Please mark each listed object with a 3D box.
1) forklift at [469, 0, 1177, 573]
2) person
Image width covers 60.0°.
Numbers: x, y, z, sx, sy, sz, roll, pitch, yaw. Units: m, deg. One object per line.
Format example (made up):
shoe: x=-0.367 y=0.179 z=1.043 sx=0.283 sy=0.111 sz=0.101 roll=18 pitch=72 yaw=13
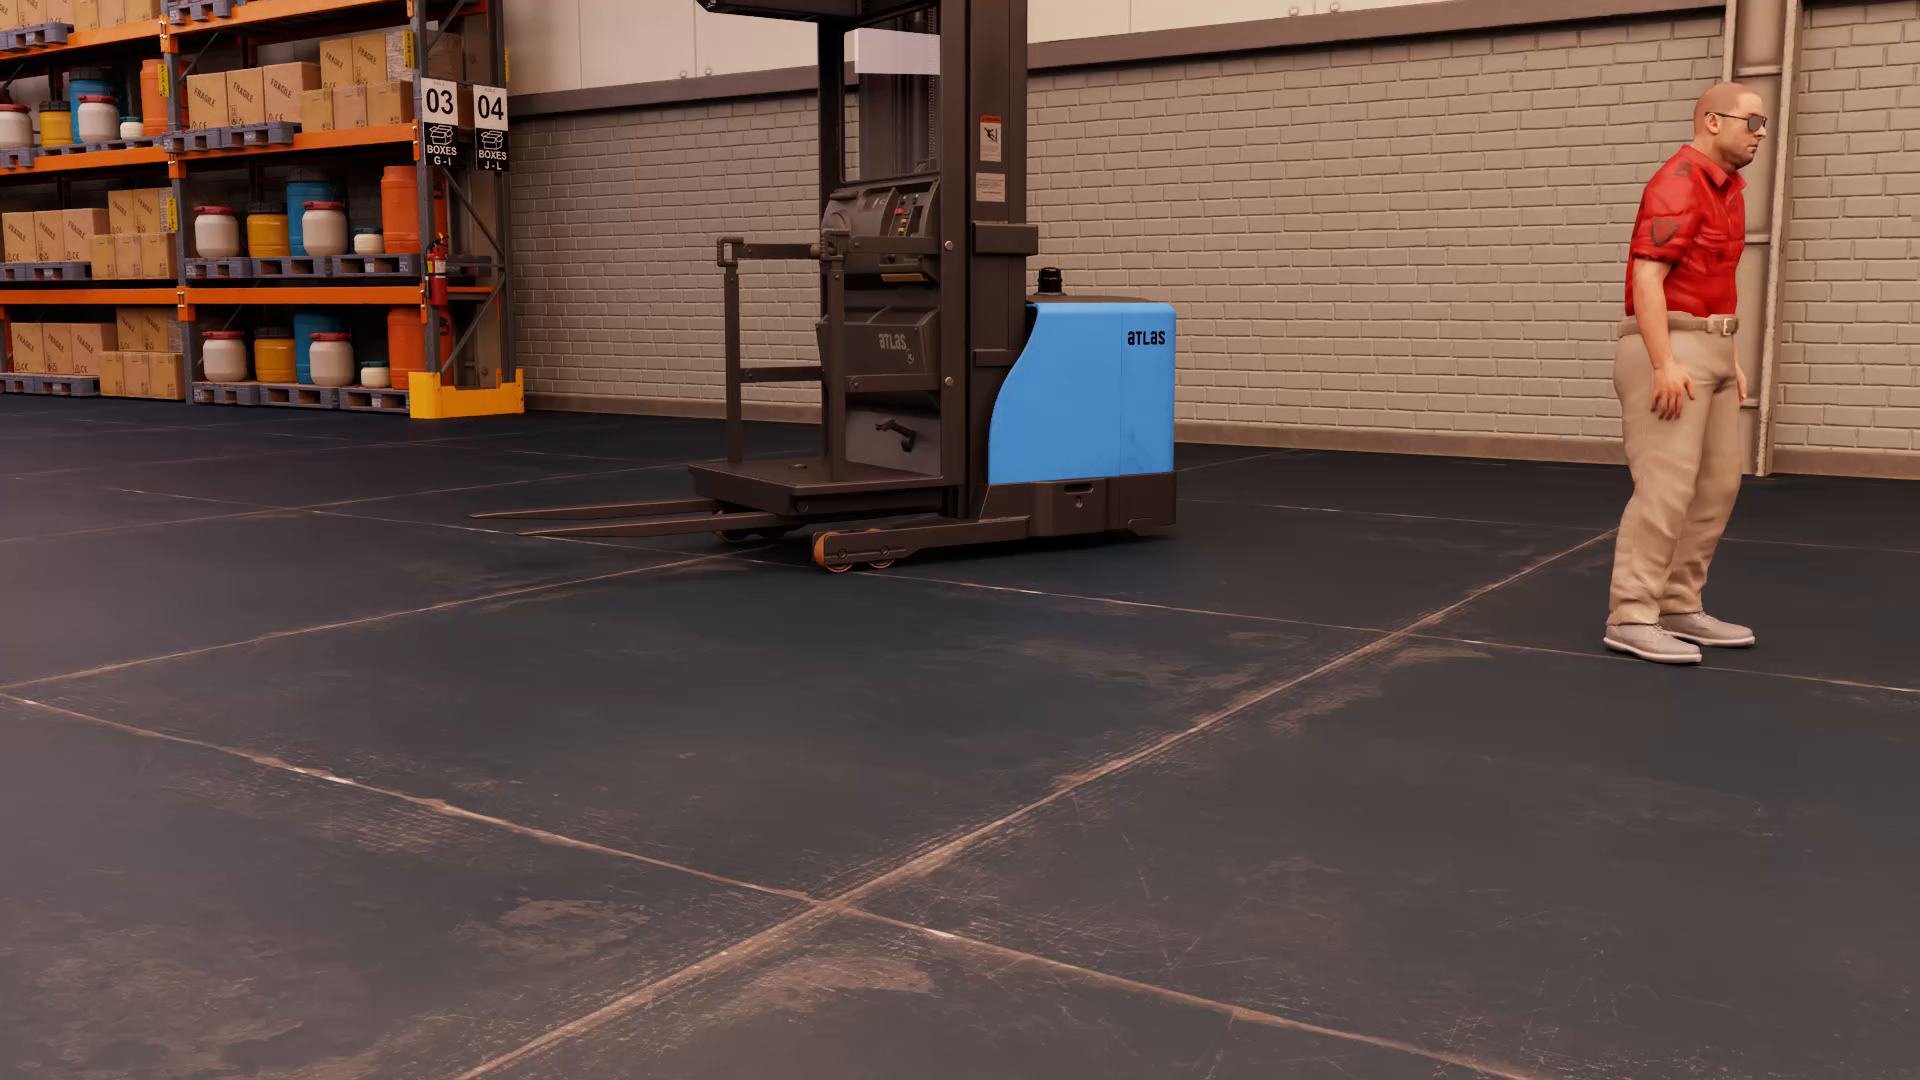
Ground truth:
forklift: x=-0.529 y=-1.404 z=7.069 sx=3.031 sy=2.935 sz=1.130 roll=-5 pitch=10 yaw=-32
person: x=2.251 y=-0.522 z=5.132 sx=0.606 sy=1.728 sz=0.391 roll=-8 pitch=11 yaw=-44
